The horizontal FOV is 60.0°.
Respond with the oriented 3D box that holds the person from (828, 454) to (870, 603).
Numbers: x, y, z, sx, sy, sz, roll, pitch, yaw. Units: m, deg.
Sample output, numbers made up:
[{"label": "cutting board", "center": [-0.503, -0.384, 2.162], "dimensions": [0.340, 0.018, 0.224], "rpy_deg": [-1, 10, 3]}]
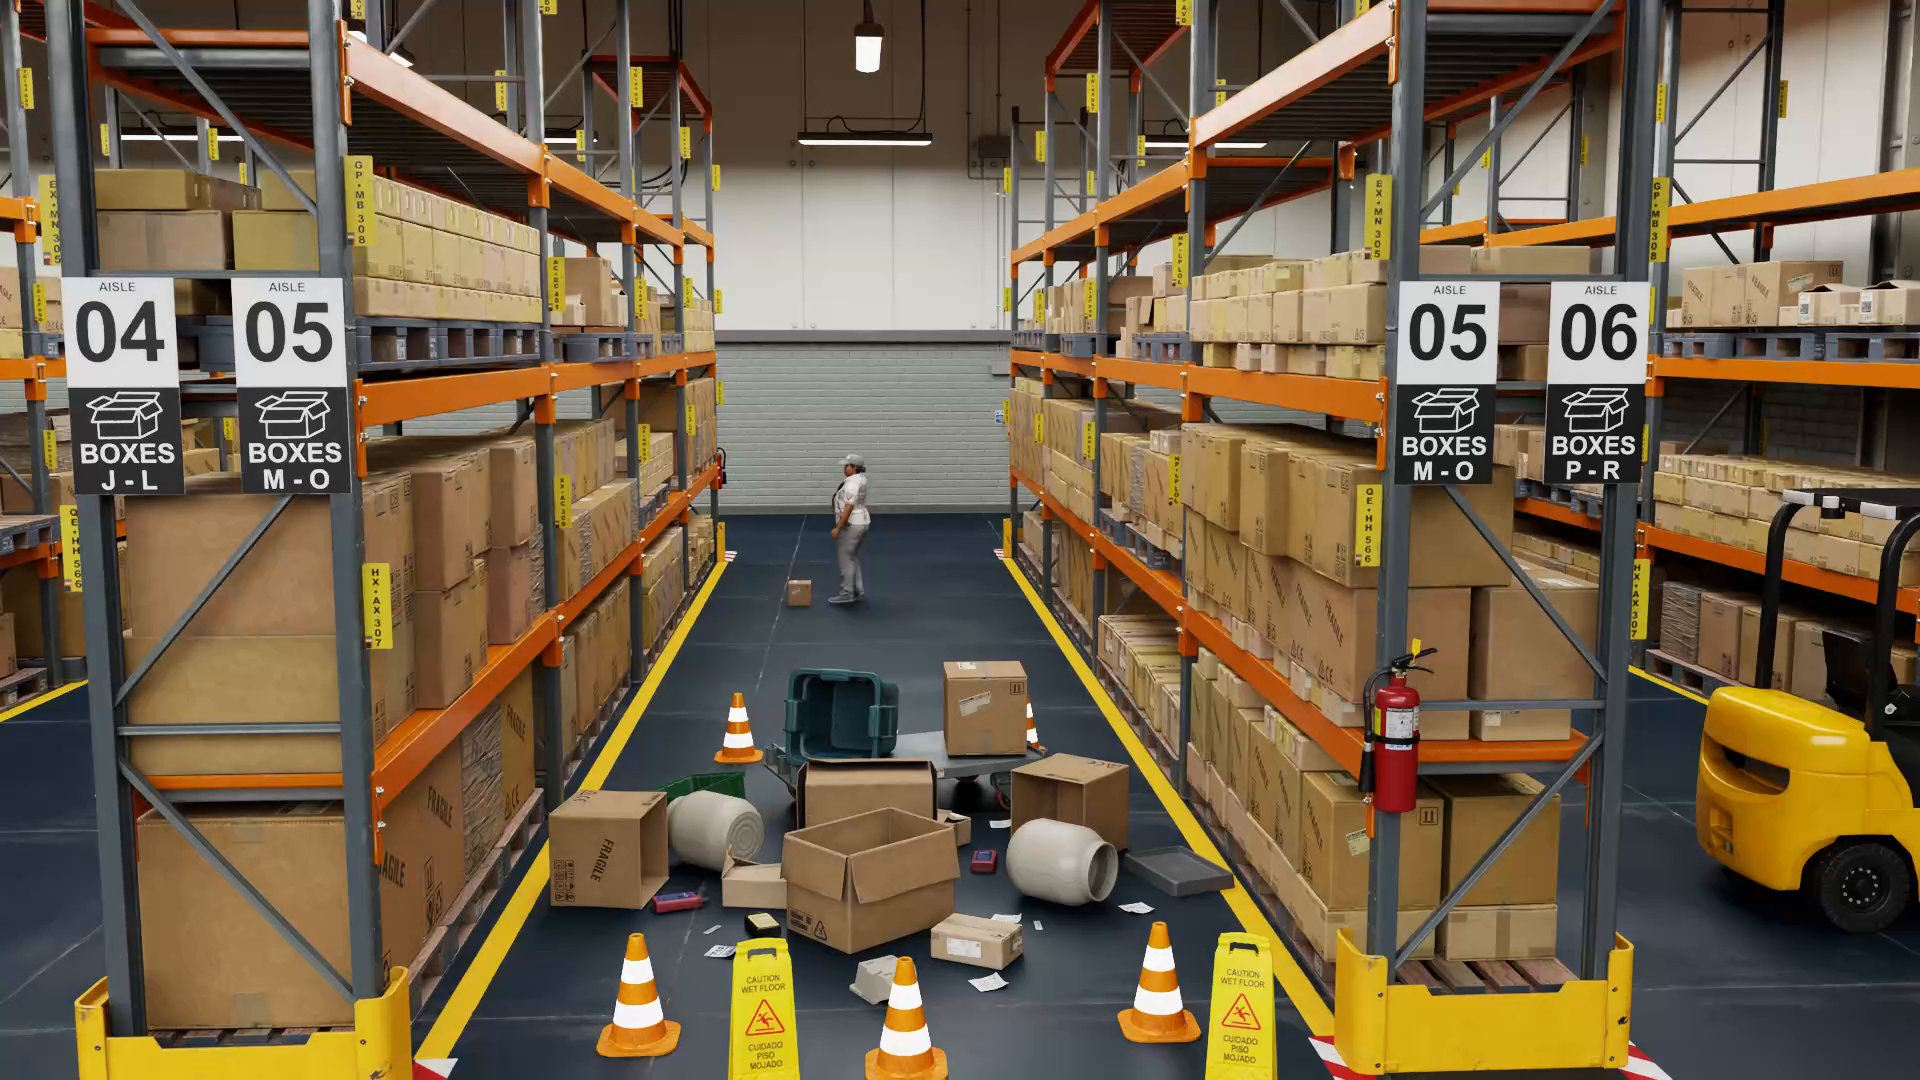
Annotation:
[{"label": "person", "center": [-1.243, -0.100, 18.614], "dimensions": [0.456, 1.735, 0.528], "rpy_deg": [1, 7, 11]}]
